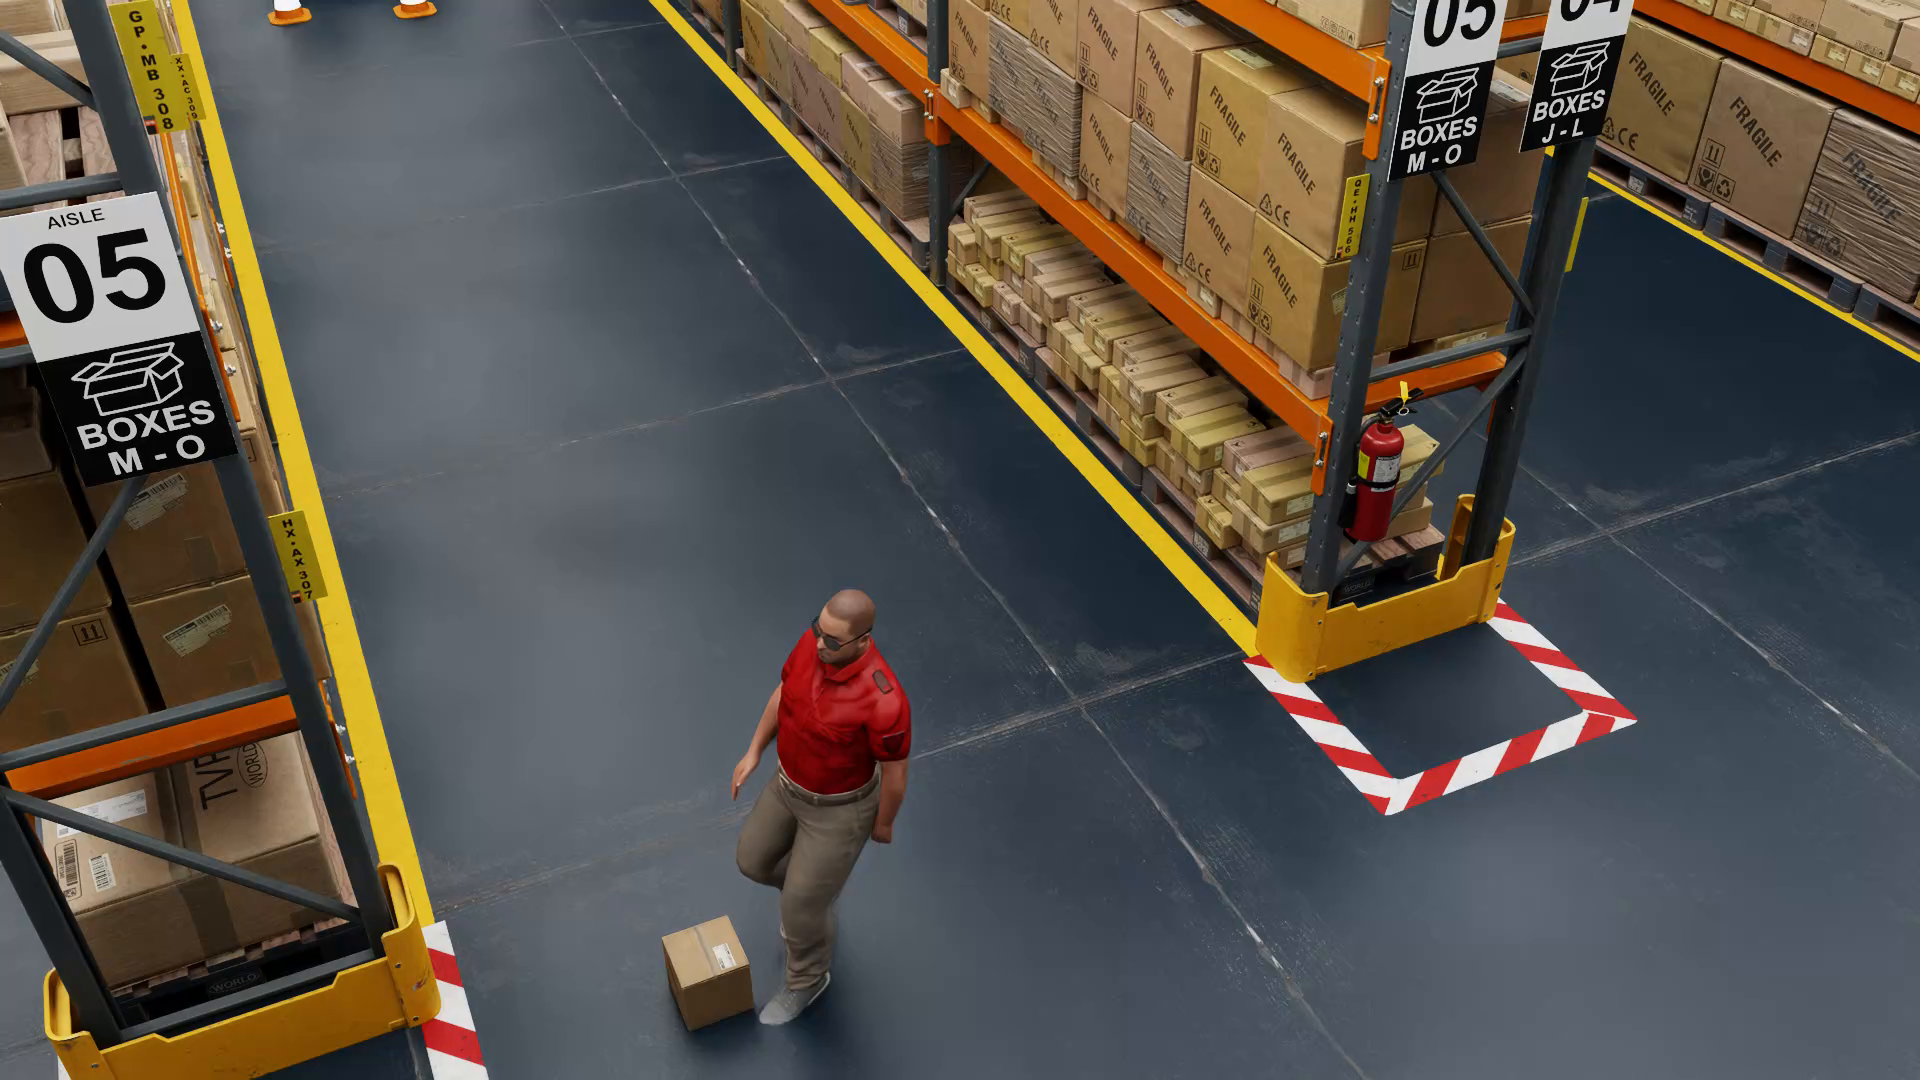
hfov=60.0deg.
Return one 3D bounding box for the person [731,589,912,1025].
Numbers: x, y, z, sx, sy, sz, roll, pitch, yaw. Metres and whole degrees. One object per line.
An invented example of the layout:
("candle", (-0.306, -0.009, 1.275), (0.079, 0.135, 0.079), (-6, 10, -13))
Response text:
("person", (-0.543, 0.927, 5.717), (0.635, 1.739, 0.590), (-25, 44, -30))
